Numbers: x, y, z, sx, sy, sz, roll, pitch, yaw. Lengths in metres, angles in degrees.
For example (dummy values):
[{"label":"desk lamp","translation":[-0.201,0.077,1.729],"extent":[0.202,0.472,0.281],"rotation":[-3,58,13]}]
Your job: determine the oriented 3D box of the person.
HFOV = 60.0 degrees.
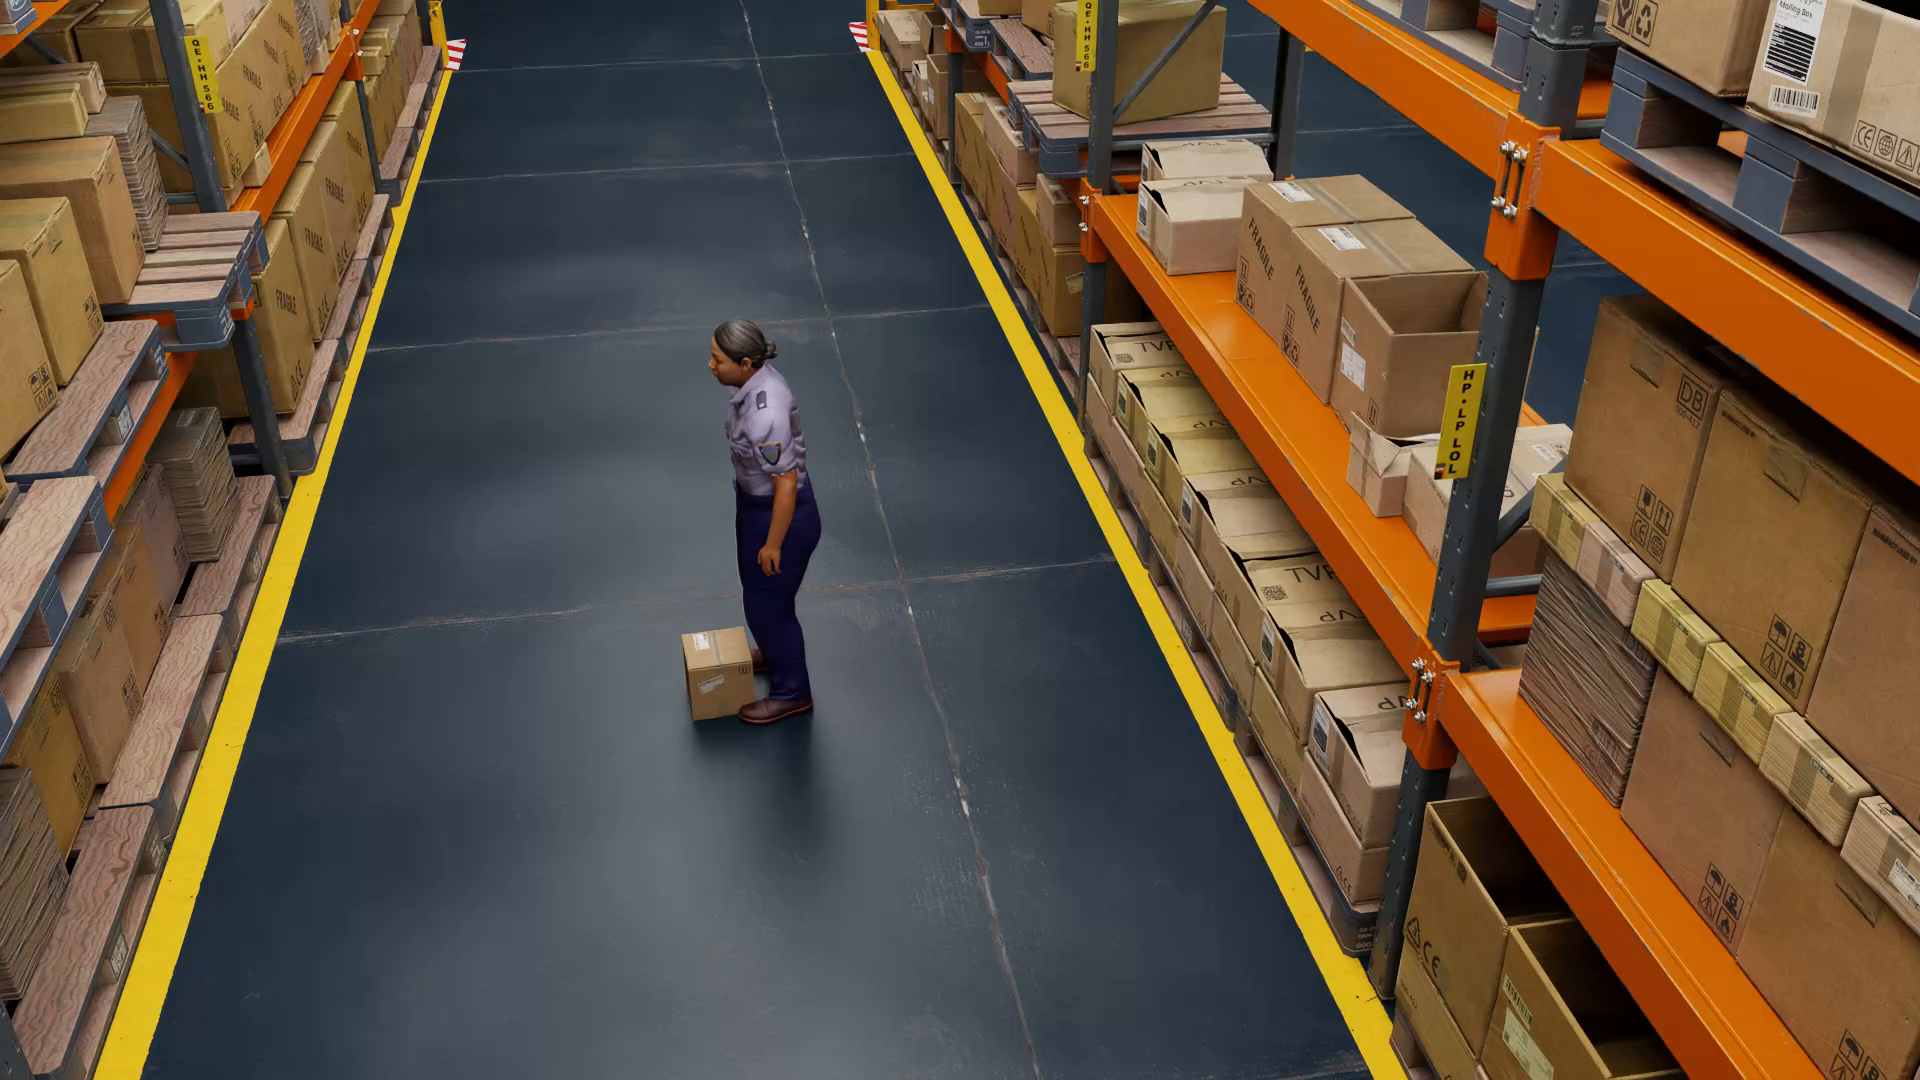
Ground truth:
[{"label":"person","translation":[-0.727,-0.093,6.296],"extent":[0.371,1.651,0.562],"rotation":[-7,32,-12]}]
